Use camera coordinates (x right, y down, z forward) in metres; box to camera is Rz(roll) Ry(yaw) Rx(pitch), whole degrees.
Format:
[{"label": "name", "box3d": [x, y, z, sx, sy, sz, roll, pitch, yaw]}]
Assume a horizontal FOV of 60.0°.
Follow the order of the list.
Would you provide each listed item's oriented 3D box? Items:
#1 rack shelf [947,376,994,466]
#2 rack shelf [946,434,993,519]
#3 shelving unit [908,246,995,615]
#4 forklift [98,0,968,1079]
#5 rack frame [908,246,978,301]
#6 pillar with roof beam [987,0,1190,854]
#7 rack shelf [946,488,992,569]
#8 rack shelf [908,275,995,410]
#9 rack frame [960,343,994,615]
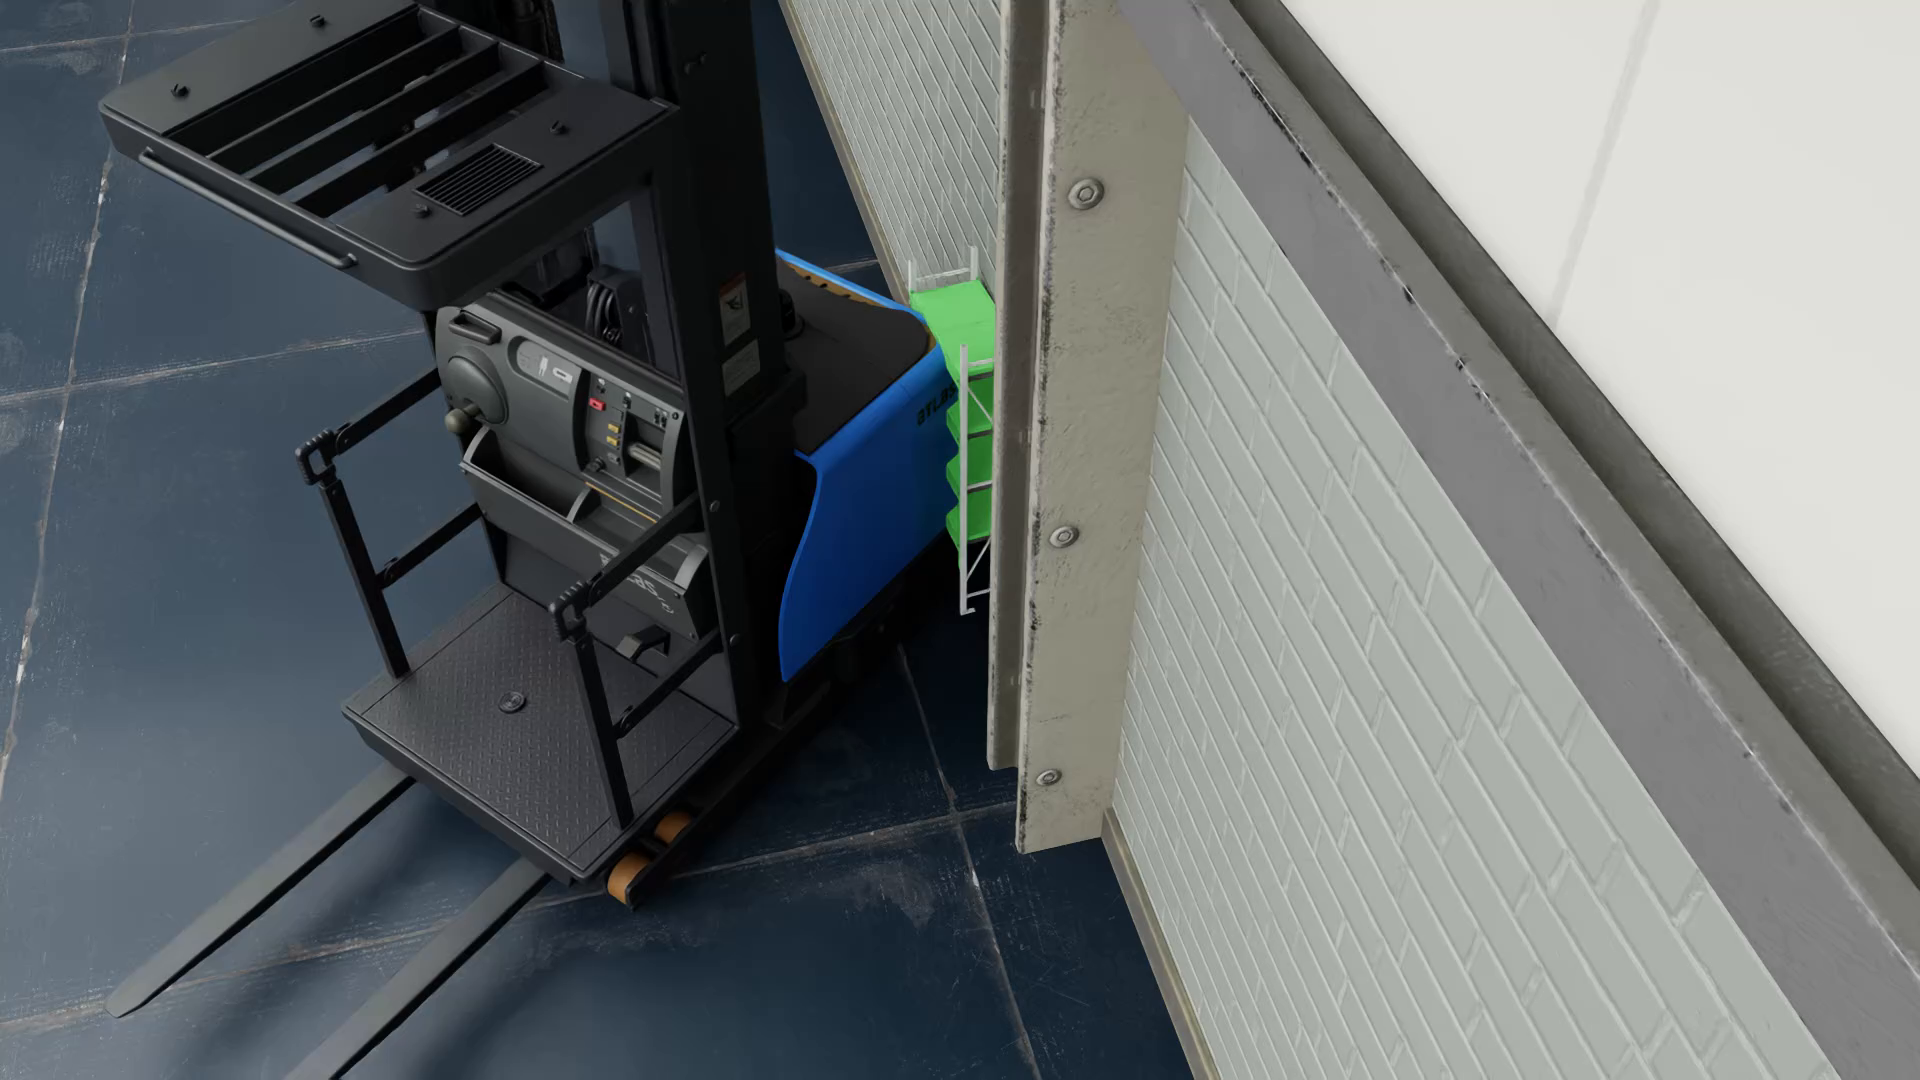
[{"label": "rack shelf", "box3d": [0.030, -0.482, 5.626, 0.258, 0.148, 0.480, -14, 46, -15]}, {"label": "rack shelf", "box3d": [0.030, -0.309, 5.792, 0.258, 0.148, 0.480, -14, 46, -15]}, {"label": "shelving unit", "box3d": [0.030, -0.355, 5.748, 0.258, 1.200, 0.503, -14, 46, -15]}, {"label": "forklift", "box3d": [-1.241, -0.298, 4.490, 1.130, 2.935, 3.031, 27, 52, 24]}, {"label": "rack frame", "box3d": [-0.055, -0.513, 5.913, 0.240, 1.200, 0.015, -14, 46, -15]}, {"label": "pillar with roof beam", "box3d": [-3.875, -1.530, 1.449, 9.100, 9.000, 0.400, -11, 47, -10]}, {"label": "rack shelf", "box3d": [0.030, -0.136, 5.958, 0.258, 0.148, 0.480, -14, 46, -15]}, {"label": "rack shelf", "box3d": [0.030, -0.655, 5.459, 0.258, 0.148, 0.480, -14, 46, -15]}, {"label": "rack frame", "box3d": [0.115, -0.196, 5.583, 0.240, 1.200, 0.015, -14, 46, -15]}]
